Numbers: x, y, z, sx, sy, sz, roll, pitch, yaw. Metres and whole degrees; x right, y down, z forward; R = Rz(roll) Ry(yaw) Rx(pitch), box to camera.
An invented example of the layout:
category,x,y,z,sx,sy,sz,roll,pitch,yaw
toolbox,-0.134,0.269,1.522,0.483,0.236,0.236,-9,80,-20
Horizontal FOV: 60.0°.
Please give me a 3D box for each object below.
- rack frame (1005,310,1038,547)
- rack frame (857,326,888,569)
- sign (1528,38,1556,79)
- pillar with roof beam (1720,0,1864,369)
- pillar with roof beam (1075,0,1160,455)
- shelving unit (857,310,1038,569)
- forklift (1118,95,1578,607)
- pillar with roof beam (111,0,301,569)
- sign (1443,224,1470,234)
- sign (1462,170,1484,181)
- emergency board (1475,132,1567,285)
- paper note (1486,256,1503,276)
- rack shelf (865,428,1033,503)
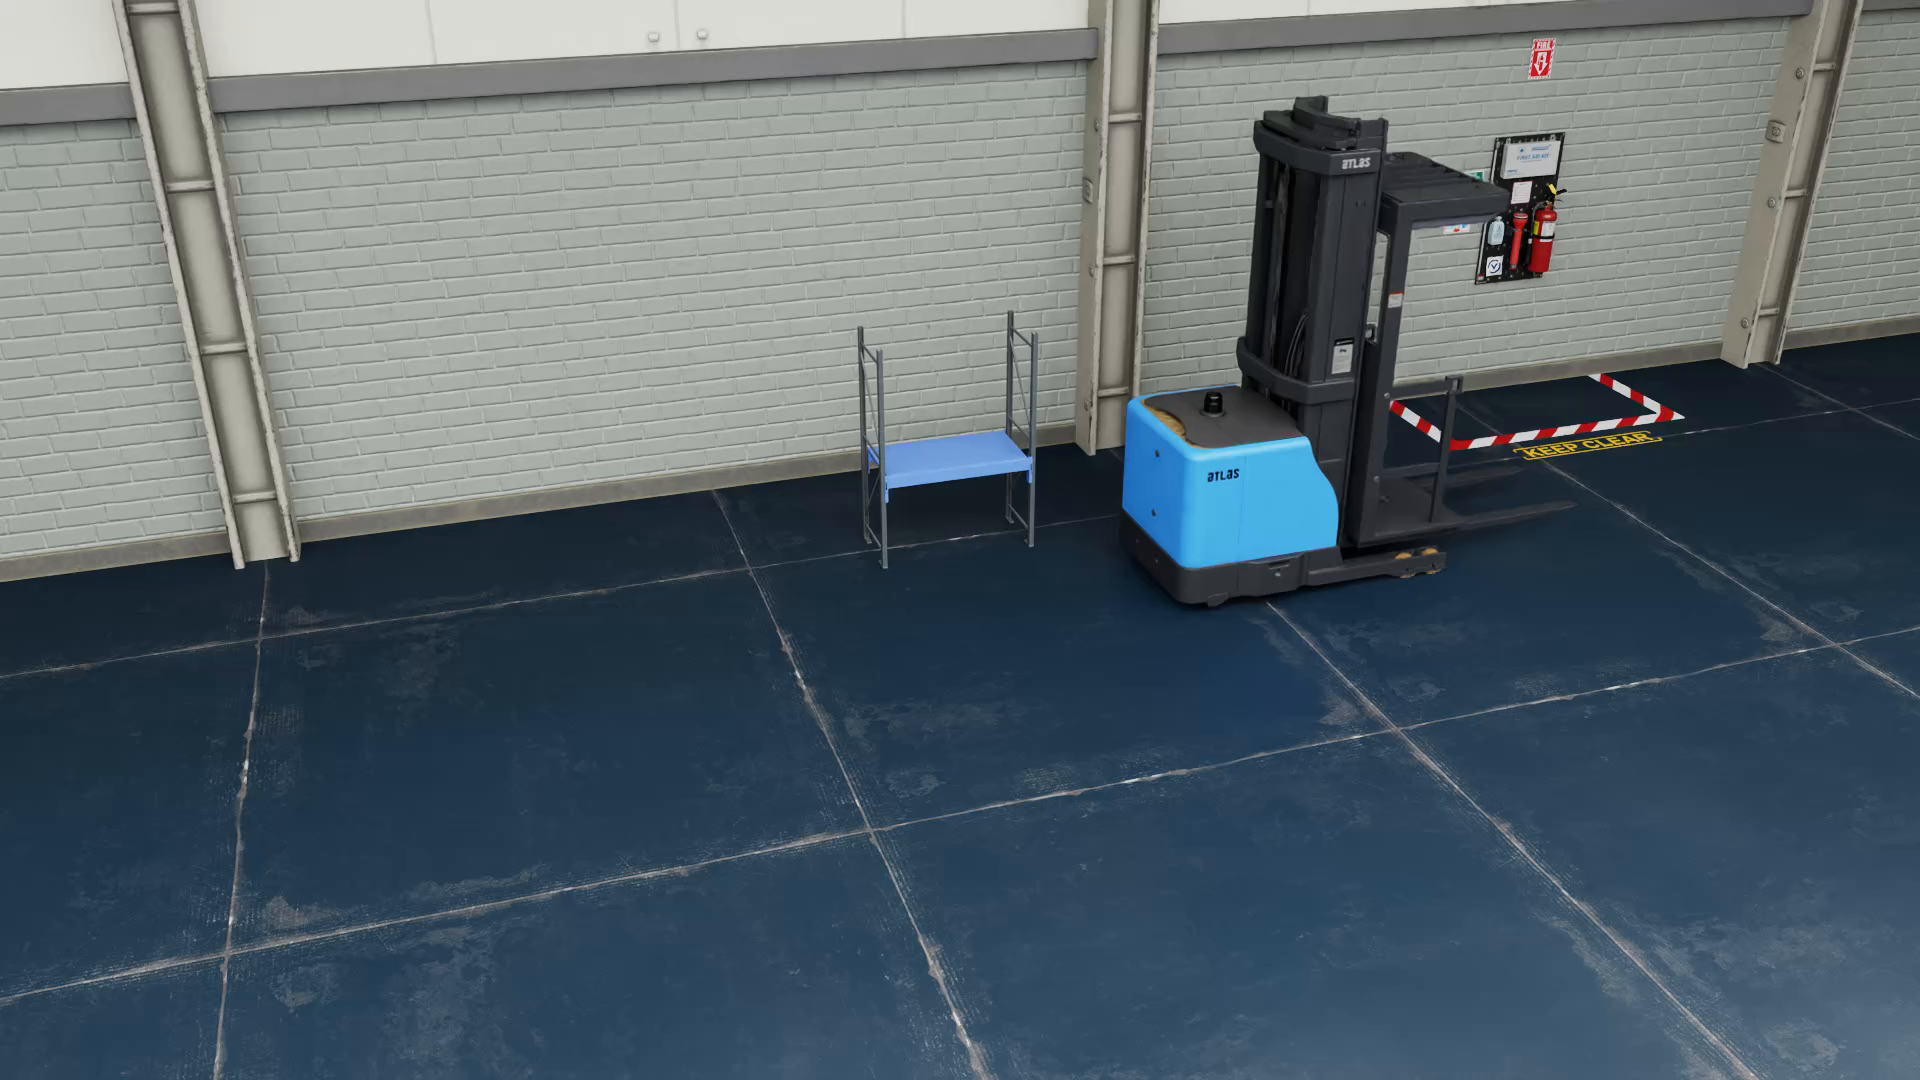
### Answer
category,x,y,z,sx,sy,sz,roll,pitch,yaw
rack frame,0.402,-0.730,11.028,0.032,1.500,0.500,-8,28,-16
rack frame,-0.564,-0.590,10.746,0.032,1.500,0.500,-8,28,-16
sign,4.416,-3.653,12.623,0.199,0.298,0.001,-8,28,-16
pillar with roof beam,8.149,-3.765,8.708,0.400,9.000,9.100,-8,28,-16
pillar with roof beam,2.444,-2.939,7.044,0.400,9.000,9.100,-8,28,-16
shelving unit,-0.081,-0.660,10.887,1.048,1.500,0.538,-8,28,-16
forklift,2.632,-1.276,10.518,3.031,2.935,1.130,-9,28,-17
pillar with roof beam,-3.261,-2.113,5.380,0.400,9.000,9.100,-8,28,-16
sign,3.897,-2.558,12.982,0.234,0.329,0.001,-8,28,-16
sign,3.904,-2.792,12.858,0.331,0.109,0.001,-8,28,-16
emergency board,4.454,-2.574,13.056,0.643,1.169,0.194,-8,28,-16
paper note,4.265,-2.184,13.261,0.142,0.148,0.016,-8,28,-16
rack shelf,-0.081,-0.499,10.967,1.000,0.185,0.538,-8,28,-16
